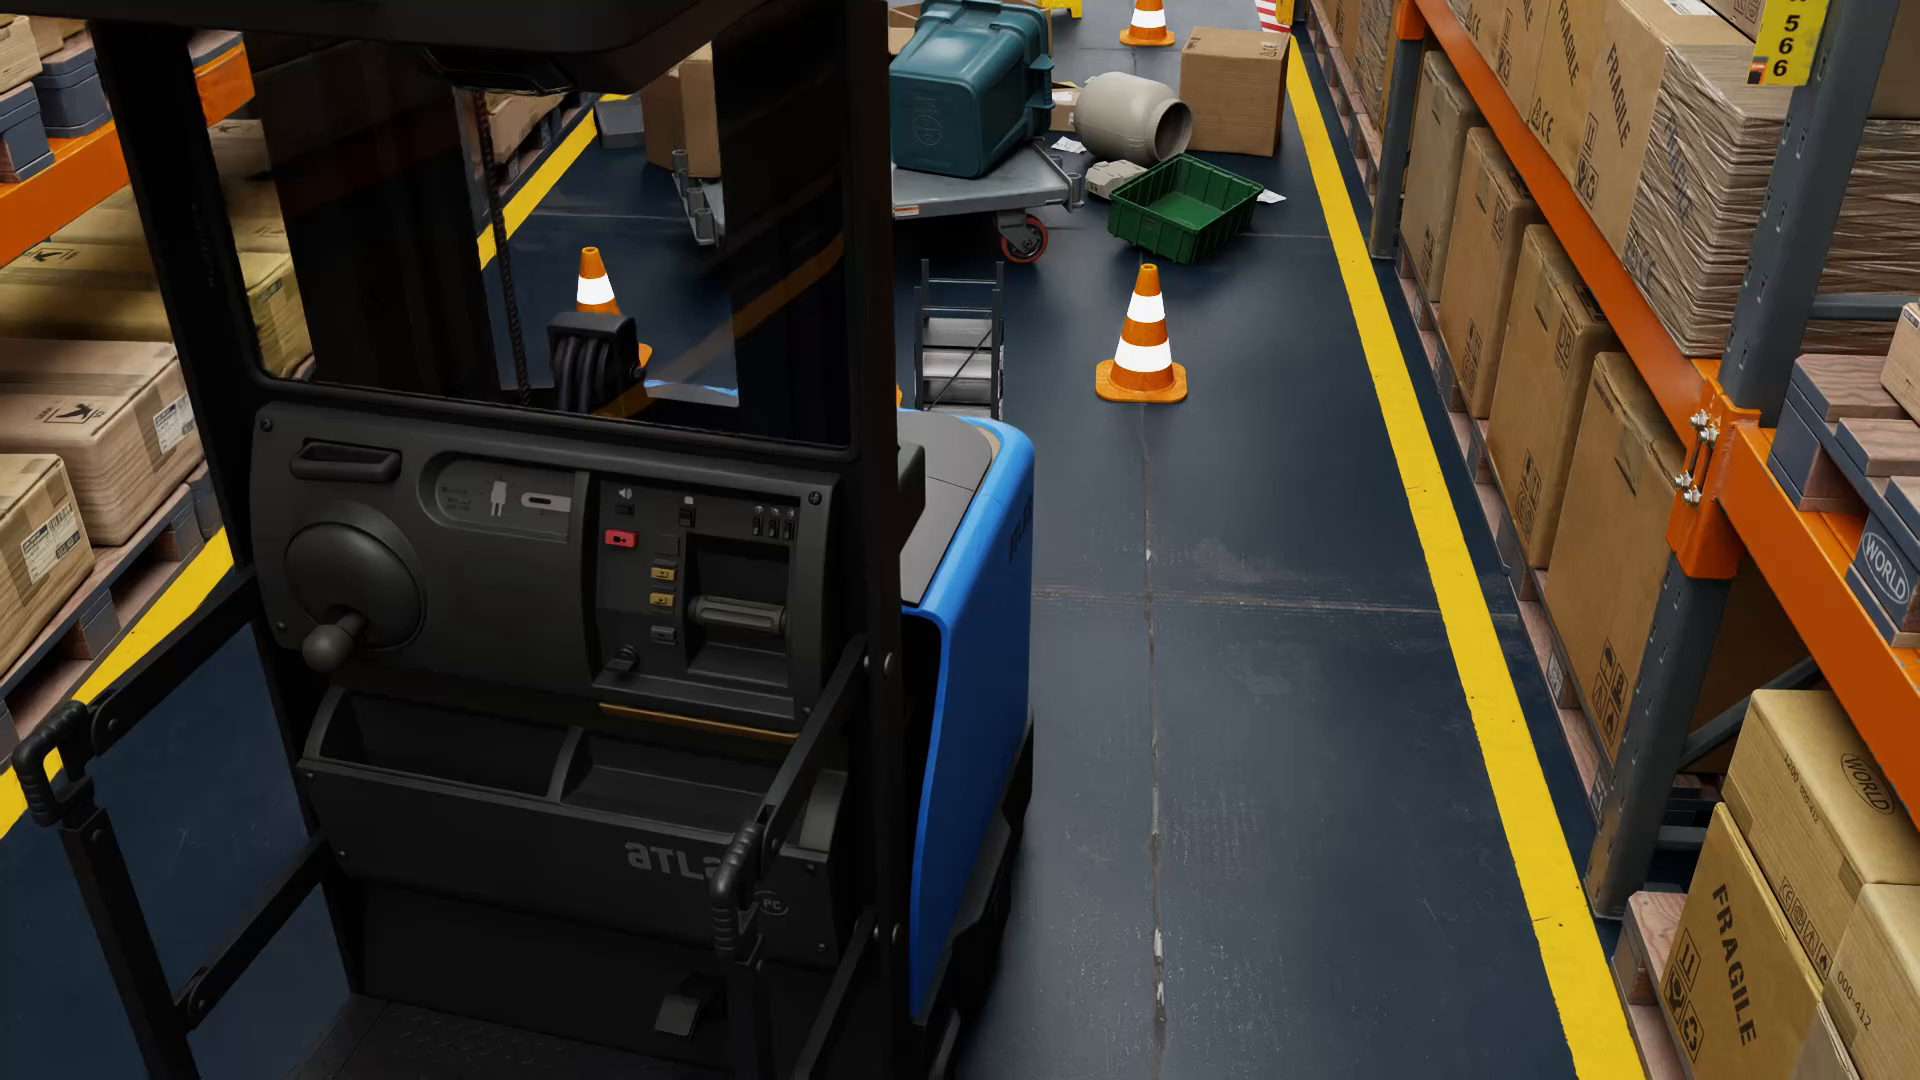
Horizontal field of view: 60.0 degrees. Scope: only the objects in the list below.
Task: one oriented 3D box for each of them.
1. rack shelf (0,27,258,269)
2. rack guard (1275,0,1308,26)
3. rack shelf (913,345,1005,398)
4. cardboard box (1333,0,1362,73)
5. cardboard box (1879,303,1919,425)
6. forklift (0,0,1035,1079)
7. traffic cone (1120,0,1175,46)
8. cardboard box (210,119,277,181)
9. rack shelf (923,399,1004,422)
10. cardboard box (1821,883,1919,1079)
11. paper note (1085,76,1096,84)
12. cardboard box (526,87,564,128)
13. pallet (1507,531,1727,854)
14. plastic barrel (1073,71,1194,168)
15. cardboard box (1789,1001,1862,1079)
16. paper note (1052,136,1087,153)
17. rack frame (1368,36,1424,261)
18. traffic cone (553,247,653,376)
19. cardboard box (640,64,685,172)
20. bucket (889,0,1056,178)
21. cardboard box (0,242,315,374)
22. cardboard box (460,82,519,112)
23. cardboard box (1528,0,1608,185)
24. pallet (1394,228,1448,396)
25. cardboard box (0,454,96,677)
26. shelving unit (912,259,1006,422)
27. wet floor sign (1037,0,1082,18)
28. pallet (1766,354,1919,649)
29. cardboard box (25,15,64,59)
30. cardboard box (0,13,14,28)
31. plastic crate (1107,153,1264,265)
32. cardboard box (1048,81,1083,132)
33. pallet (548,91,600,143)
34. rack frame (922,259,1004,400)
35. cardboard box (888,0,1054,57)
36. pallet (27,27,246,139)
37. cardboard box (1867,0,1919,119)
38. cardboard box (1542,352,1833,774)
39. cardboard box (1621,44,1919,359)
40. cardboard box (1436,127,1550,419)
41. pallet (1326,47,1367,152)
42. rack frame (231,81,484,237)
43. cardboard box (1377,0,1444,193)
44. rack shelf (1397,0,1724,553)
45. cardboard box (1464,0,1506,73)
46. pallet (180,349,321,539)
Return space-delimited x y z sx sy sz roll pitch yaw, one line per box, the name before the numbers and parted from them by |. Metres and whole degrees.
rack shelf | -2.816 -1.308 5.199 1.077 0.370 4.000 2 32 4
rack guard | 2.617 -3.542 10.520 1.175 0.500 0.348 2 32 4
rack shelf | -0.001 -0.504 4.930 0.258 0.077 0.200 2 32 4
cardboard box | 2.556 -3.050 8.965 0.875 0.875 0.875 2 32 3
cardboard box | 1.726 -0.256 2.646 0.380 0.149 0.250 2 32 3
forklift | -0.689 0.093 2.305 1.130 2.935 3.031 8 32 12
traffic cone | 1.156 -3.296 10.157 0.336 0.463 0.334 2 32 4
cardboard box | -2.693 -1.446 6.842 0.950 0.372 0.625 3 32 5
rack shelf | -0.001 -0.350 5.025 0.258 0.077 0.200 2 32 4
cardboard box | 1.625 0.772 2.406 0.500 0.250 0.500 2 32 3
paper note | 0.798 -2.603 9.446 0.144 0.017 0.142 14 34 21
cardboard box | -2.304 -2.245 8.254 0.500 0.250 0.500 4 32 7
pallet | 2.103 0.368 4.451 1.003 0.211 1.213 2 32 4
plastic barrel | 0.852 -2.064 8.195 0.512 0.421 0.421 27 41 37
cardboard box | 1.614 1.097 2.592 0.500 0.500 0.500 3 32 5
paper note | 0.576 -2.023 8.510 0.172 0.023 0.155 14 34 21
rack frame | 2.289 -2.502 6.450 1.000 3.000 0.127 2 32 4
traffic cone | -1.359 -0.872 6.224 0.336 0.463 0.334 2 32 4
cardboard box | -1.209 -2.099 8.177 0.500 0.500 0.500 27 41 37
bucket | 0.002 -1.925 7.185 0.726 0.611 0.620 14 44 21
cardboard box | -2.803 -0.706 5.641 0.950 0.372 0.625 3 32 6
cardboard box | -2.336 -2.285 7.604 0.500 0.500 0.500 4 32 6
cardboard box | 1.815 -1.222 4.278 0.500 0.500 0.500 2 32 3
pallet | 2.301 -0.908 6.522 1.003 0.211 1.213 2 32 4
cardboard box | -2.923 0.076 4.371 0.950 0.372 0.625 0 32 1
shelving unit | -0.001 -0.379 5.007 0.258 0.900 0.210 2 32 4
wet floor sign | 0.643 -3.691 10.624 0.267 0.644 0.232 -3 32 -5
pallet | 2.011 0.049 2.494 1.213 0.211 1.003 2 32 4
cardboard box | -2.657 -1.362 4.441 0.380 0.149 0.250 4 32 7
cardboard box | -2.676 -1.415 3.907 0.500 0.500 0.500 4 32 7
plastic crate | 0.997 -1.476 7.411 0.450 0.188 0.662 29 41 23
cardboard box | 0.593 -2.315 8.754 0.396 0.266 0.258 8 32 12
pallet | -2.537 -2.465 9.049 1.003 0.211 1.213 2 32 4
rack frame | 0.008 -0.432 5.093 0.240 0.900 0.006 2 32 4
cardboard box | 0.053 -2.662 9.091 0.797 0.503 0.637 -20 37 -29
pallet | -2.858 -1.524 5.046 1.003 0.211 1.213 2 32 4
cardboard box | 2.010 -1.113 3.148 0.700 0.500 0.500 2 32 4
cardboard box | 2.103 0.054 4.047 1.050 0.750 0.750 2 32 3
cardboard box | 1.732 -0.700 3.431 0.500 0.500 0.500 2 32 4
cardboard box | 2.246 -0.890 5.579 1.050 0.750 0.750 2 32 4
pallet | 2.526 -2.348 8.859 1.003 0.211 1.213 2 32 4
rack frame | -2.653 -2.660 6.707 1.000 3.000 0.127 2 32 4
cardboard box | 2.410 -2.102 7.426 0.875 0.875 0.875 3 32 5
rack shelf | 2.126 -1.150 4.942 1.077 0.370 4.000 2 32 4
cardboard box | 1.894 -1.755 5.144 0.500 0.500 0.500 2 32 4
pallet | -2.812 -0.426 5.740 1.003 0.211 1.213 2 32 4
